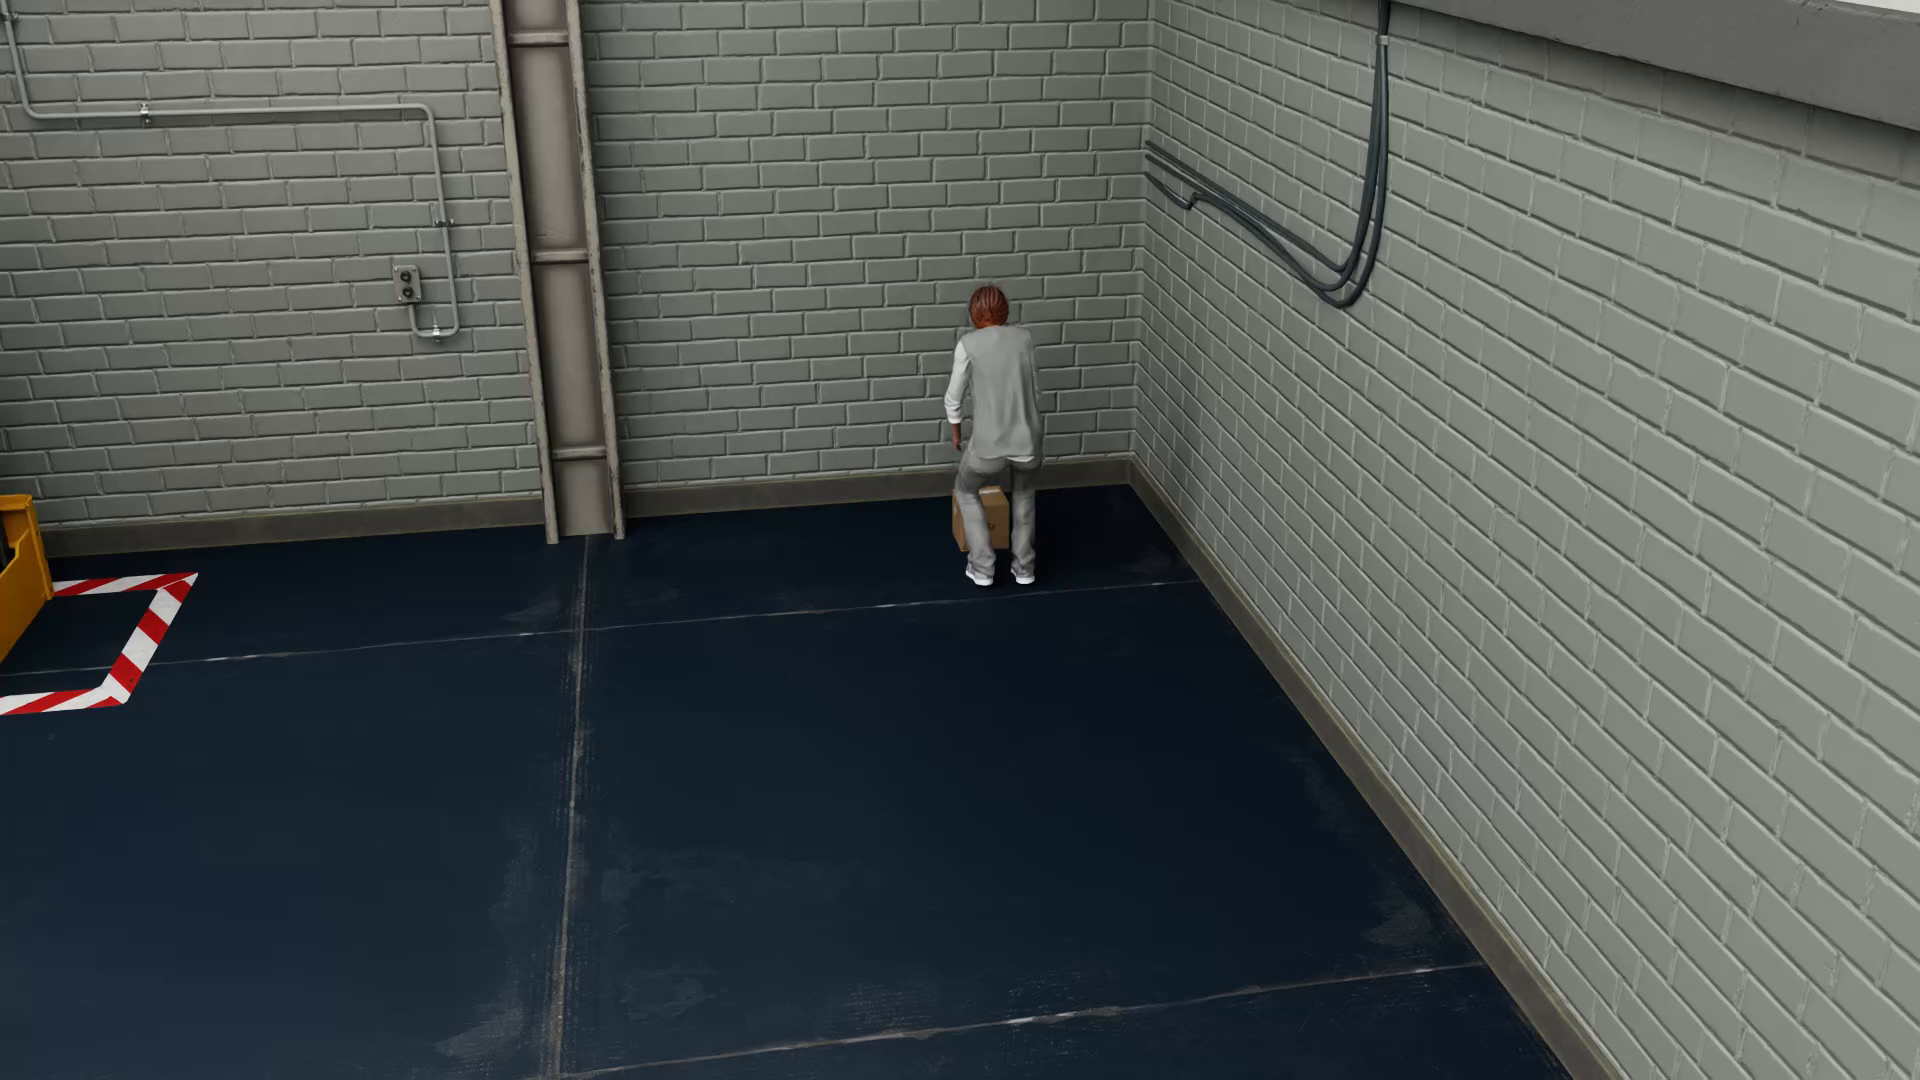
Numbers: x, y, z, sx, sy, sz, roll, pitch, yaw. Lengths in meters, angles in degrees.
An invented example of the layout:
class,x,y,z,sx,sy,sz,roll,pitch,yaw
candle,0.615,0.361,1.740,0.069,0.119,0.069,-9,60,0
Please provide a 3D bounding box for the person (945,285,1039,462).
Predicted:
class,x,y,z,sx,sy,sz,roll,pitch,yaw
person,0.162,-0.728,7.800,0.456,0.828,0.546,-4,24,-9
